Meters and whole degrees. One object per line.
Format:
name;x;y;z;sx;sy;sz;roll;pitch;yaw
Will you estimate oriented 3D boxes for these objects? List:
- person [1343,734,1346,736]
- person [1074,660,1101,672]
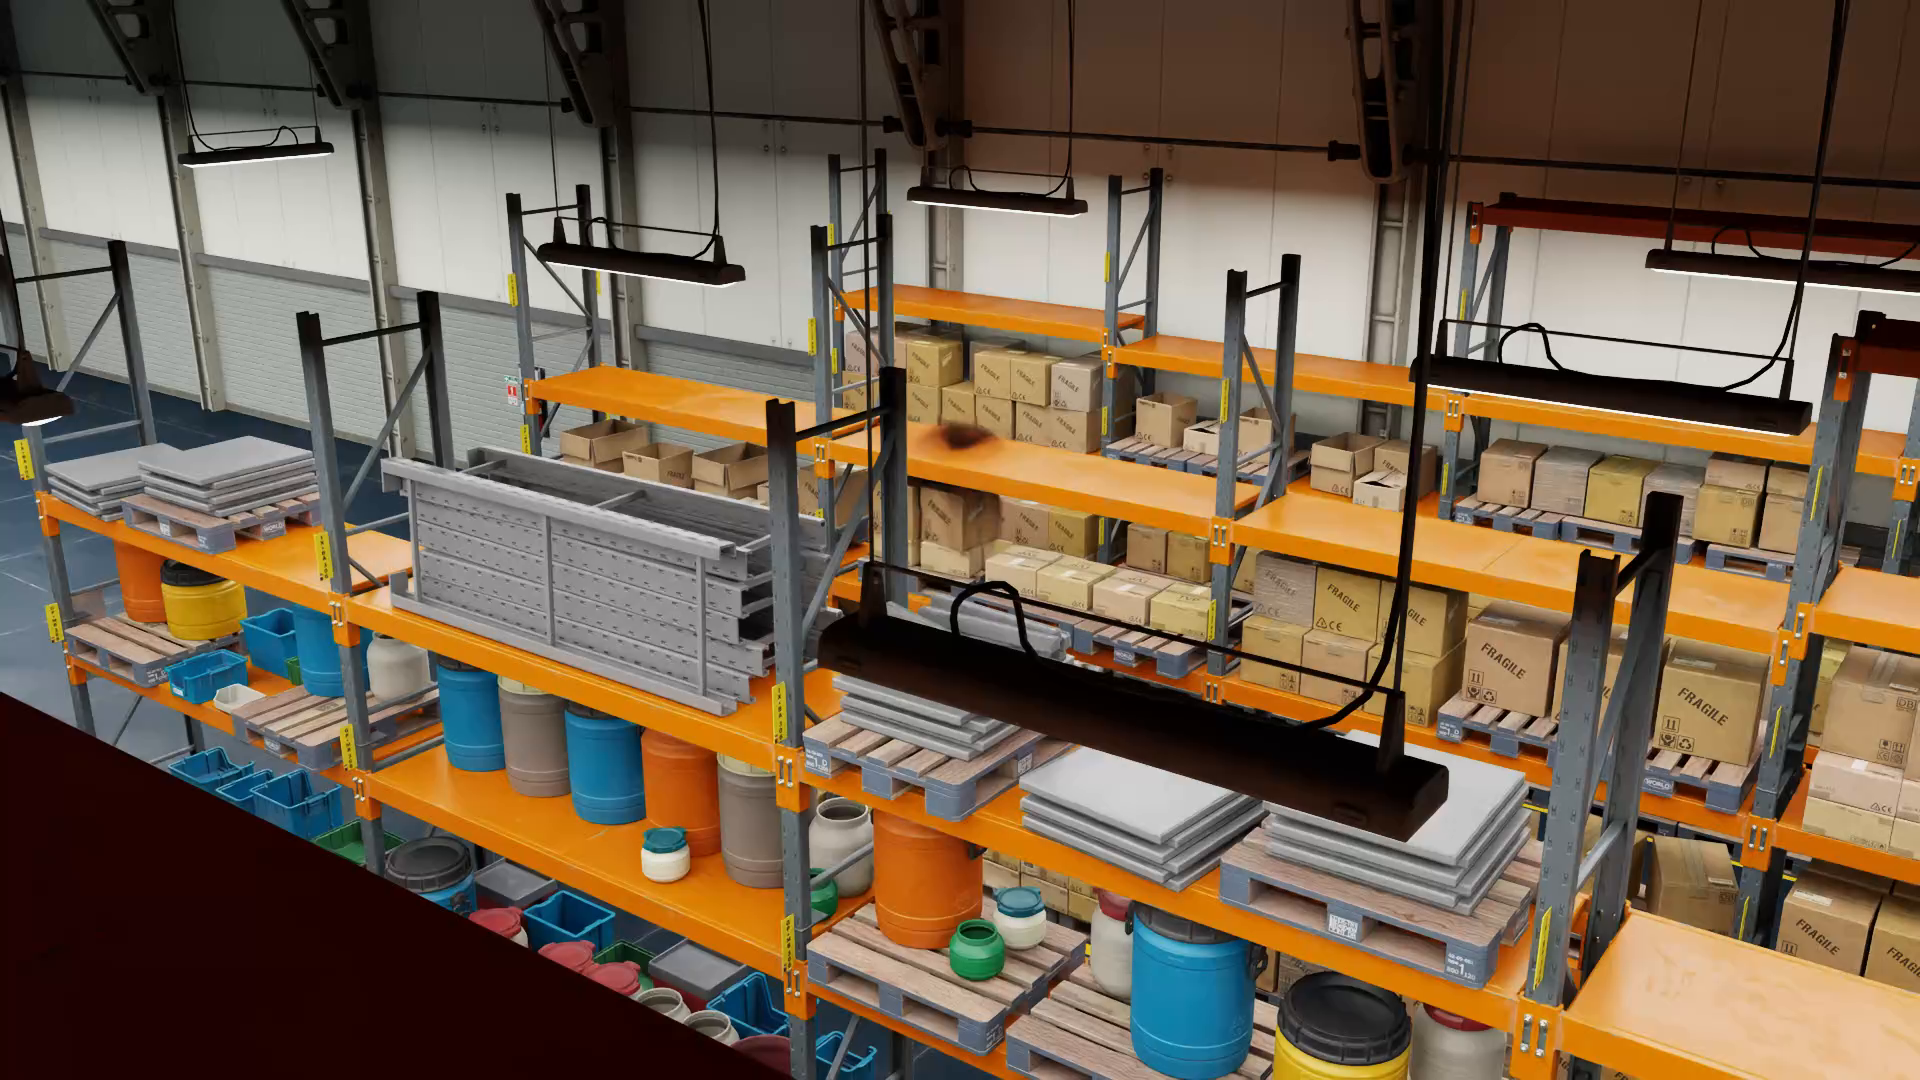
person;4.052;2.058;16.404;1.015;1.614;0.445;10;21;26
person;1.344;1.422;18.287;0.497;1.656;0.626;7;20;19
